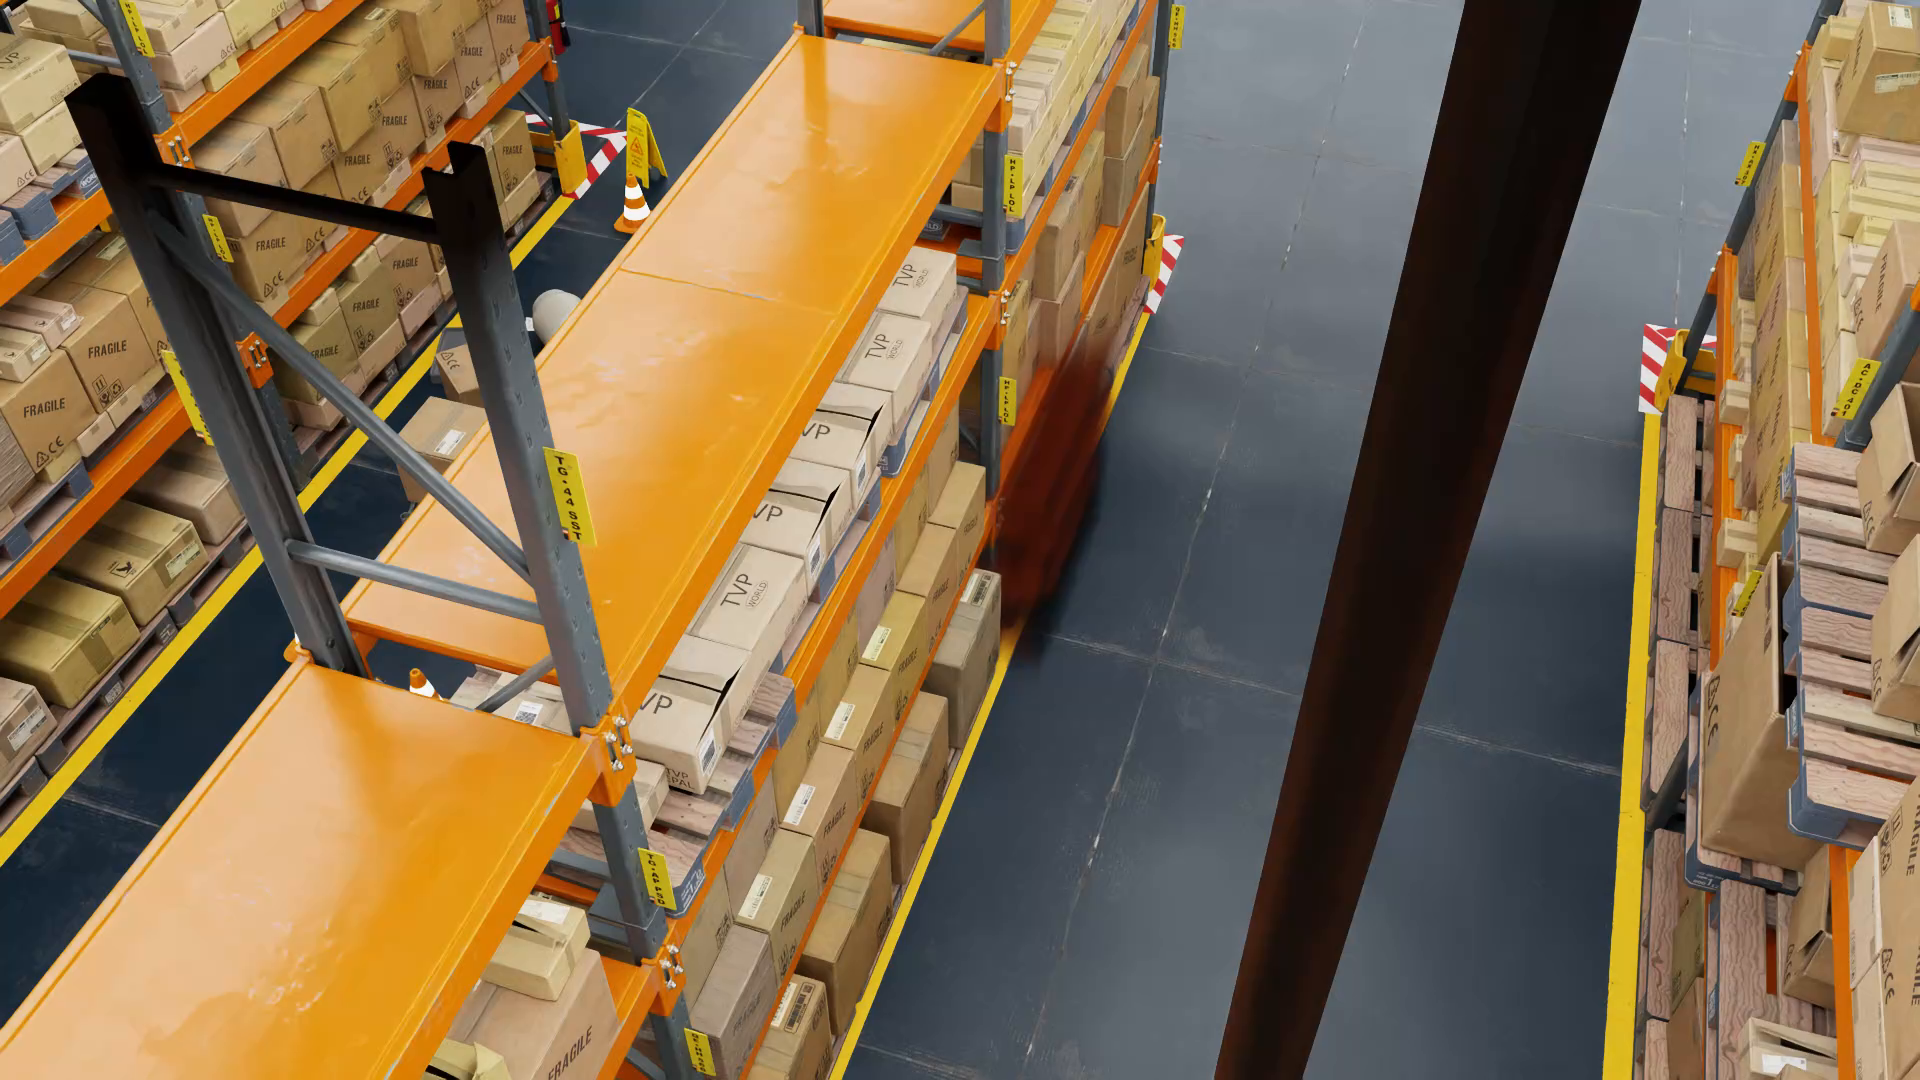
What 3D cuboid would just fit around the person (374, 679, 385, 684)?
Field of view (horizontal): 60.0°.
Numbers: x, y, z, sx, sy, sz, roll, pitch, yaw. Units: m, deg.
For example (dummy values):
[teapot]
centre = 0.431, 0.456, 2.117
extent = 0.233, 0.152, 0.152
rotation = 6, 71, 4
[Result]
[person]
centre = -2.809, 1.256, 8.392
extent = 0.591, 1.653, 0.607
rotation = 23, 50, 21
